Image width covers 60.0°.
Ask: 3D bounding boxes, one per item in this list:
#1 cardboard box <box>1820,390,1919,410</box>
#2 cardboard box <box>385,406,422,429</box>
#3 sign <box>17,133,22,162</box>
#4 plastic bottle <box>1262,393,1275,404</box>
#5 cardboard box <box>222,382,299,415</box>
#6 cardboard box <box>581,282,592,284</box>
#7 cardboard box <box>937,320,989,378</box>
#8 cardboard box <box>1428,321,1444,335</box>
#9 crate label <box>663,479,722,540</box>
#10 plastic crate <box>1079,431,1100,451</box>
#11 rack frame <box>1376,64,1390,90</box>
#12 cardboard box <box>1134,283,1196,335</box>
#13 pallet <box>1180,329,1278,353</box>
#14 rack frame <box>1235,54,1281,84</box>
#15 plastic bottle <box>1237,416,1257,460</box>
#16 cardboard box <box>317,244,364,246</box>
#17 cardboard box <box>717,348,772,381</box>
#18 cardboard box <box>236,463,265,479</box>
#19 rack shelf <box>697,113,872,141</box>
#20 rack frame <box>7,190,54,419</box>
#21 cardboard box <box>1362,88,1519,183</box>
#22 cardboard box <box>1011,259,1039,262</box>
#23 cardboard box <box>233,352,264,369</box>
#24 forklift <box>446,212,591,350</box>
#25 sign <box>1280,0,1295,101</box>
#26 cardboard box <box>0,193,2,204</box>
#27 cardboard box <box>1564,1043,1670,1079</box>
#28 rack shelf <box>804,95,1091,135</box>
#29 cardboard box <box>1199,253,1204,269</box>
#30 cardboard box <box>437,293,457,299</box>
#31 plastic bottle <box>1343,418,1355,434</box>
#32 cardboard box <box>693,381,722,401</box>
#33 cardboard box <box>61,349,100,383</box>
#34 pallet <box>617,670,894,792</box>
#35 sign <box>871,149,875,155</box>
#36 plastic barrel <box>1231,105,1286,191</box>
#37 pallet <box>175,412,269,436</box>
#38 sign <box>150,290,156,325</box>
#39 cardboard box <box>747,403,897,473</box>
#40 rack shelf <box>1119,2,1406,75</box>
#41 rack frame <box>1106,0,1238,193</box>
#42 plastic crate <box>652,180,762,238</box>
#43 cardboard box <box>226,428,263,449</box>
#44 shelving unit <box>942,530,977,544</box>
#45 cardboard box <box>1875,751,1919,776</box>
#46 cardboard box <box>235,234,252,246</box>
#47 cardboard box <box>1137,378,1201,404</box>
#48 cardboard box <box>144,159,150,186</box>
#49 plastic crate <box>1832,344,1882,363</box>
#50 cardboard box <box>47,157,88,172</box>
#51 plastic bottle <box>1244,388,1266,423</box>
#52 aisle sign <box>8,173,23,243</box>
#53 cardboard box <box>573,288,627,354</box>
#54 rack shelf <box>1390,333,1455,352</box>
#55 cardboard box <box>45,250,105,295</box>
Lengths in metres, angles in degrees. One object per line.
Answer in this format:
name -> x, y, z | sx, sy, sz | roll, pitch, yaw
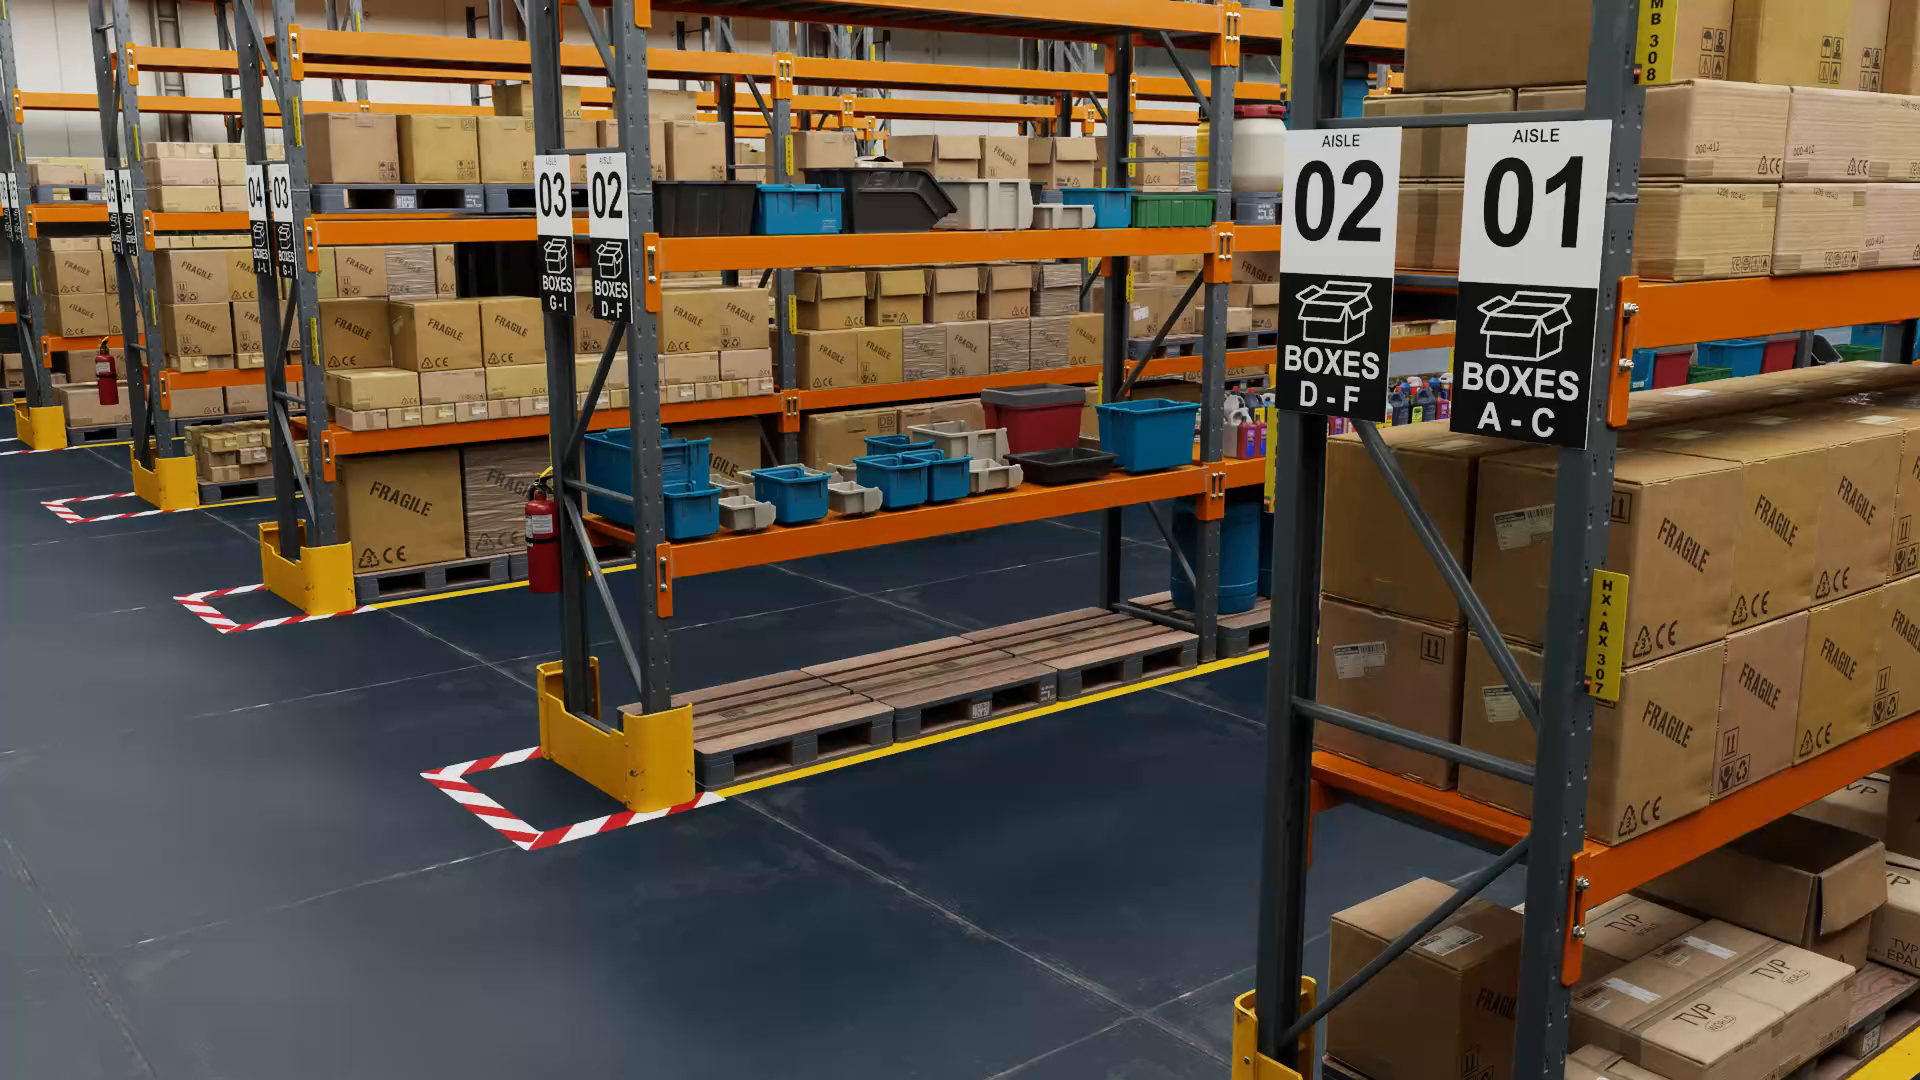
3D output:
cardboard box -> 3.385, -0.242, 5.897 | 0.500, 0.500, 0.500 | -9, 15, -37
cardboard box -> -4.216, -0.935, 12.415 | 0.250, 0.149, 0.380 | -10, 15, -38
sign -> -10.748, -4.482, 18.997 | 0.005, 0.325, 0.100 | -9, 15, -38
plastic bottle -> 2.208, -0.921, 12.041 | 0.135, 0.276, 0.152 | -9, 15, -38
cardboard box -> -9.223, -1.930, 21.653 | 0.875, 0.438, 0.875 | -10, 16, -39
cardboard box -> -4.192, -2.894, 19.197 | 0.250, 0.149, 0.380 | -10, 16, -39
cardboard box -> -0.077, -1.817, 15.723 | 0.500, 0.500, 0.500 | -9, 15, -37
cardboard box -> 5.618, -2.572, 20.125 | 0.250, 0.149, 0.380 | -9, 15, -38
crate label -> -1.407, -0.155, 8.393 | 0.303, 0.233, 0.416 | -9, 15, -38
plastic crate -> 0.866, -0.611, 10.773 | 0.243, 0.136, 0.396 | -9, 15, -38
rack frame -> 4.471, -5.523, 18.976 | 0.127, 3.000, 1.000 | -9, 15, -38
cardboard box -> 2.118, -2.489, 17.879 | 0.500, 0.500, 0.700 | -7, 14, -29
pallet -> 2.868, -2.239, 18.416 | 1.213, 0.211, 1.003 | -9, 15, -38
rack frame -> 4.575, -6.860, 25.271 | 0.127, 3.000, 1.000 | -9, 15, -38
plastic bottle -> 1.871, -0.669, 10.838 | 0.133, 0.283, 0.061 | -9, 15, -38
cardboard box -> -6.510, -2.836, 17.401 | 0.500, 0.500, 0.500 | -10, 16, -40
cardboard box -> -1.957, -1.523, 14.225 | 0.500, 0.250, 0.500 | -10, 15, -39
cardboard box -> -7.157, -0.724, 16.667 | 0.250, 0.149, 0.380 | -10, 15, -38
rack shelf -> -3.281, -6.324, 25.440 | 4.000, 0.370, 1.077 | -9, 15, -38
rack frame -> -11.090, -2.639, 19.836 | 0.127, 3.000, 1.000 | -9, 15, -38
cardboard box -> 1.528, -1.171, 4.858 | 0.500, 0.250, 0.500 | -9, 15, -38
cardboard box -> 0.667, -3.812, 22.711 | 0.500, 0.500, 0.700 | -10, 15, -39
cardboard box -> -7.045, -1.781, 16.401 | 0.250, 0.149, 0.380 | -10, 16, -39
forklift -> -3.831, -1.701, 15.582 | 1.130, 2.935, 3.031 | 12, 17, 43
sign -> 0.955, -1.418, 4.730 | 0.005, 0.325, 0.100 | -9, 15, -38
cardboard box -> -13.611, -4.830, 23.537 | 0.250, 0.149, 0.380 | -9, 15, -37
cardboard box -> 2.023, 1.715, 5.092 | 0.250, 0.166, 0.380 | -9, 15, -38
rack shelf -> -0.110, -5.534, 21.720 | 4.000, 0.370, 1.077 | -9, 15, -38
cardboard box -> 3.367, -4.348, 24.924 | 0.550, 0.550, 0.875 | -9, 15, -38
cardboard box -> -5.403, -2.387, 17.692 | 0.500, 0.500, 0.500 | -10, 16, -39
plastic bottle -> 2.641, -0.805, 11.498 | 0.135, 0.276, 0.152 | -9, 15, -38
cardboard box -> -2.211, -1.268, 13.986 | 0.250, 0.149, 0.380 | -10, 15, -39
cardboard box -> -12.965, -2.595, 24.635 | 0.500, 0.500, 0.700 | -9, 15, -35
pallet -> -1.137, 1.035, 9.247 | 1.213, 0.211, 1.003 | -9, 15, -38
sign -> -1.370, -6.019, 26.341 | 0.005, 0.325, 0.100 | -9, 15, -38
plastic barrel -> 1.886, -2.514, 10.688 | 0.433, 0.535, 0.433 | 0, 12, 0
pallet -> -9.563, -1.549, 21.415 | 1.213, 0.211, 1.003 | -9, 15, -38
sign -> -7.580, -2.185, 15.612 | 0.005, 0.325, 0.100 | -9, 15, -38
cardboard box -> -1.289, -0.803, 15.294 | 0.875, 0.875, 1.225 | -9, 15, -37
rack shelf -> 2.880, -3.394, 11.642 | 4.000, 0.370, 1.077 | -9, 15, -38
rack frame -> 1.318, -3.682, 10.304 | 0.127, 3.000, 1.000 | -9, 15, -38
plastic crate -> -1.330, -1.637, 8.207 | 0.590, 0.269, 0.497 | -9, 15, -38
cardboard box -> -7.157, -1.019, 16.628 | 0.250, 0.149, 0.380 | -9, 15, -37
shelving unit -> -0.006, -0.439, 14.530 | 0.210, 0.900, 0.258 | -9, 15, -38
cardboard box -> 4.616, 0.953, 7.876 | 0.500, 0.500, 0.500 | -10, 15, -38
cardboard box -> -9.046, -3.766, 20.934 | 0.250, 0.149, 0.380 | -10, 15, -39
cardboard box -> 2.260, -1.591, 18.055 | 0.500, 0.250, 0.500 | -7, 14, -31
cardboard box -> -7.718, -3.589, 16.244 | 0.500, 0.250, 0.500 | -10, 16, -39
plastic crate -> 8.802, -1.812, 16.452 | 0.662, 0.188, 0.450 | -9, 15, -38
cardboard box -> -12.898, -5.375, 23.939 | 0.500, 0.250, 0.500 | -10, 15, -39
plastic bottle -> 2.066, -0.896, 11.747 | 0.185, 0.351, 0.144 | -9, 15, -38
aisle sign -> -10.965, -3.854, 19.300 | 0.004, 0.787, 0.394 | -9, 15, -38
cardboard box -> -3.102, -1.838, 13.903 | 0.500, 0.500, 0.500 | -10, 16, -39
rack shelf -> 6.033, -2.496, 20.896 | 4.000, 0.370, 1.077 | -9, 15, -38
cardboard box -> -10.537, -3.193, 19.797 | 0.500, 0.500, 0.500 | -10, 15, -39
